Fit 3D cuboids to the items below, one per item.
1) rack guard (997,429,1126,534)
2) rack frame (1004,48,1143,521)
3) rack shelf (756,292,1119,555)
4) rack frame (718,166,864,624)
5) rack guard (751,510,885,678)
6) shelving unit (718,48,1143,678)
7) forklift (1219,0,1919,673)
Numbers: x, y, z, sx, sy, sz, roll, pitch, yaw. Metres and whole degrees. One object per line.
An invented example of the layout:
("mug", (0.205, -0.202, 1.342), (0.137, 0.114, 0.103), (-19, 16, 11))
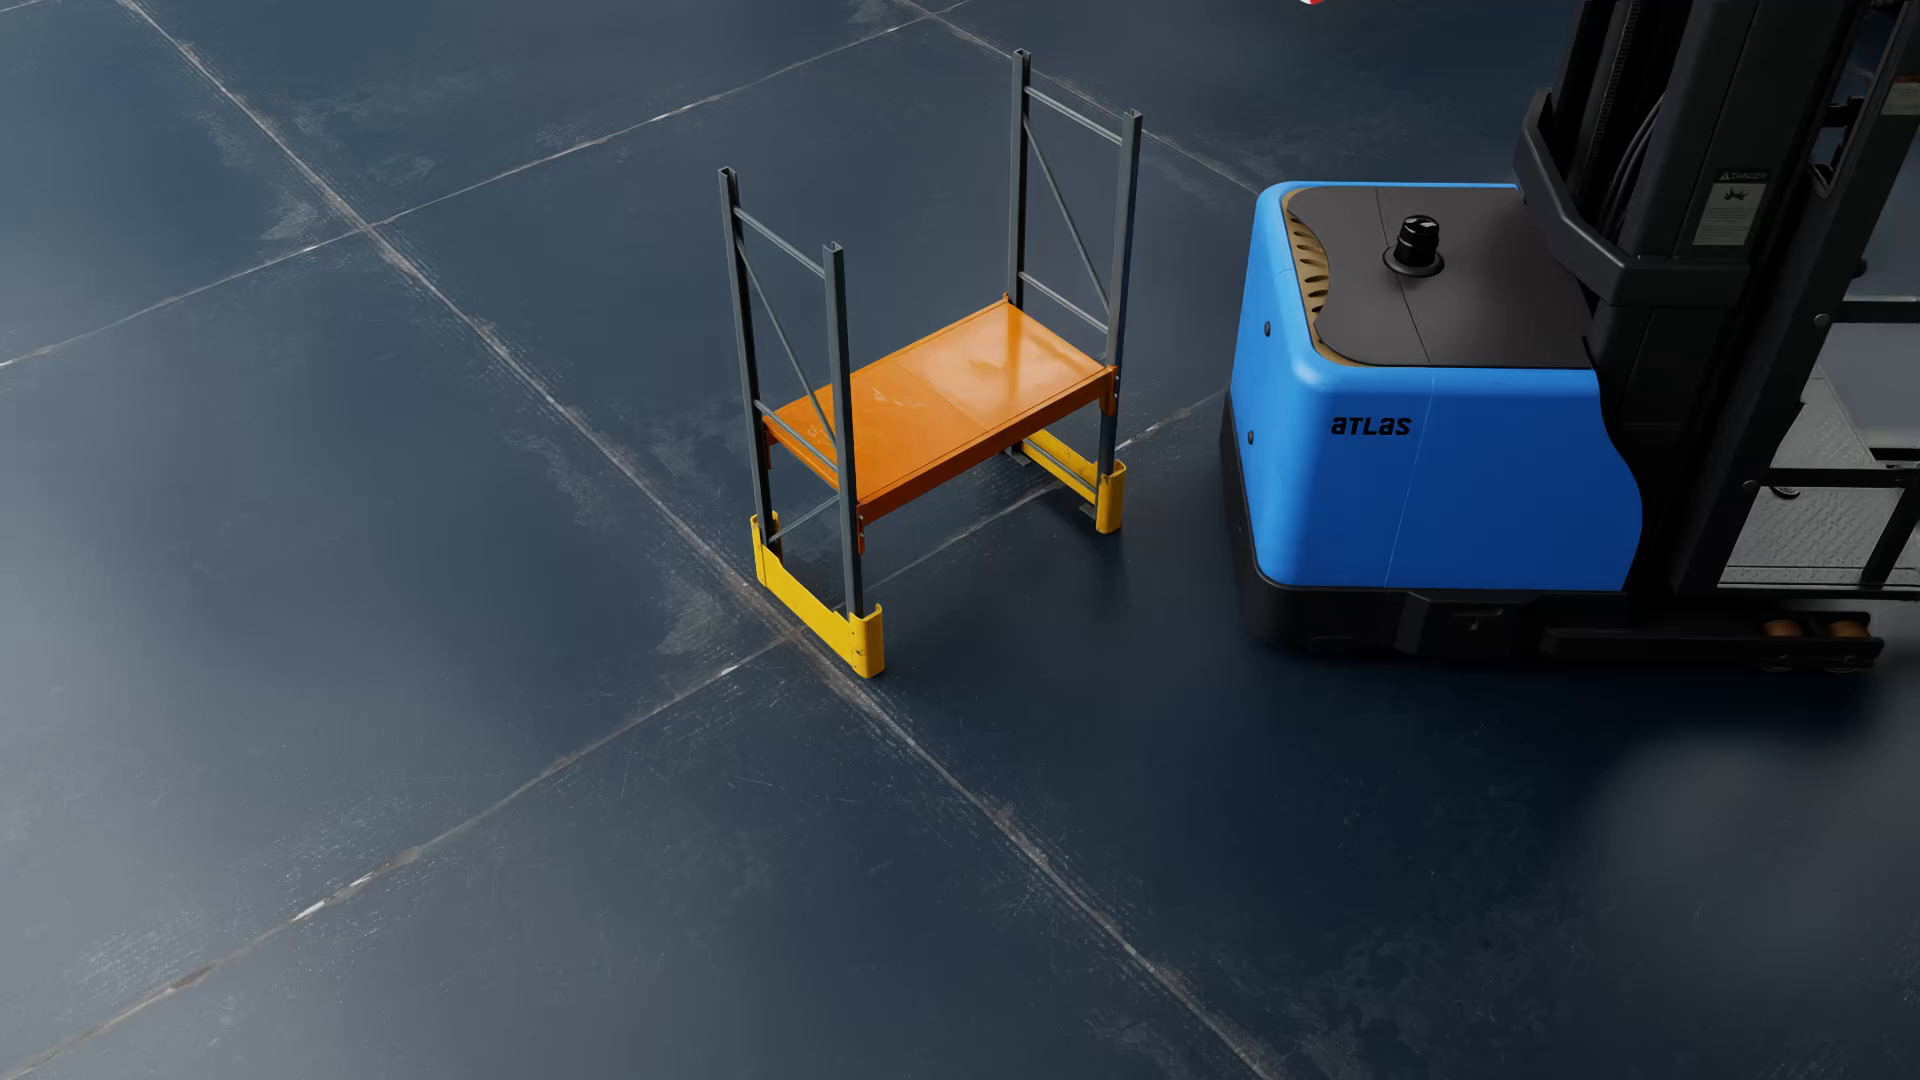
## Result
("rack guard", (0.324, -0.276, 5.585), (0.087, 0.250, 0.587), (-30, 51, -28))
("rack frame", (0.324, -0.733, 5.157), (0.032, 1.500, 0.500), (-30, 51, -28))
("rack shelf", (-0.065, -0.378, 5.043), (1.000, 0.185, 0.538), (-30, 51, -28))
("rack frame", (-0.455, -0.286, 4.682), (0.032, 1.500, 0.500), (-30, 51, -28))
("rack guard", (-0.440, 0.161, 5.119), (0.087, 0.250, 0.587), (-30, 51, -28))
("shelving unit", (-0.058, -0.513, 4.924), (1.083, 1.500, 0.587), (-30, 51, -28))
("forklift", (2.397, -1.036, 4.435), (3.031, 2.935, 1.130), (1, 43, 1))
